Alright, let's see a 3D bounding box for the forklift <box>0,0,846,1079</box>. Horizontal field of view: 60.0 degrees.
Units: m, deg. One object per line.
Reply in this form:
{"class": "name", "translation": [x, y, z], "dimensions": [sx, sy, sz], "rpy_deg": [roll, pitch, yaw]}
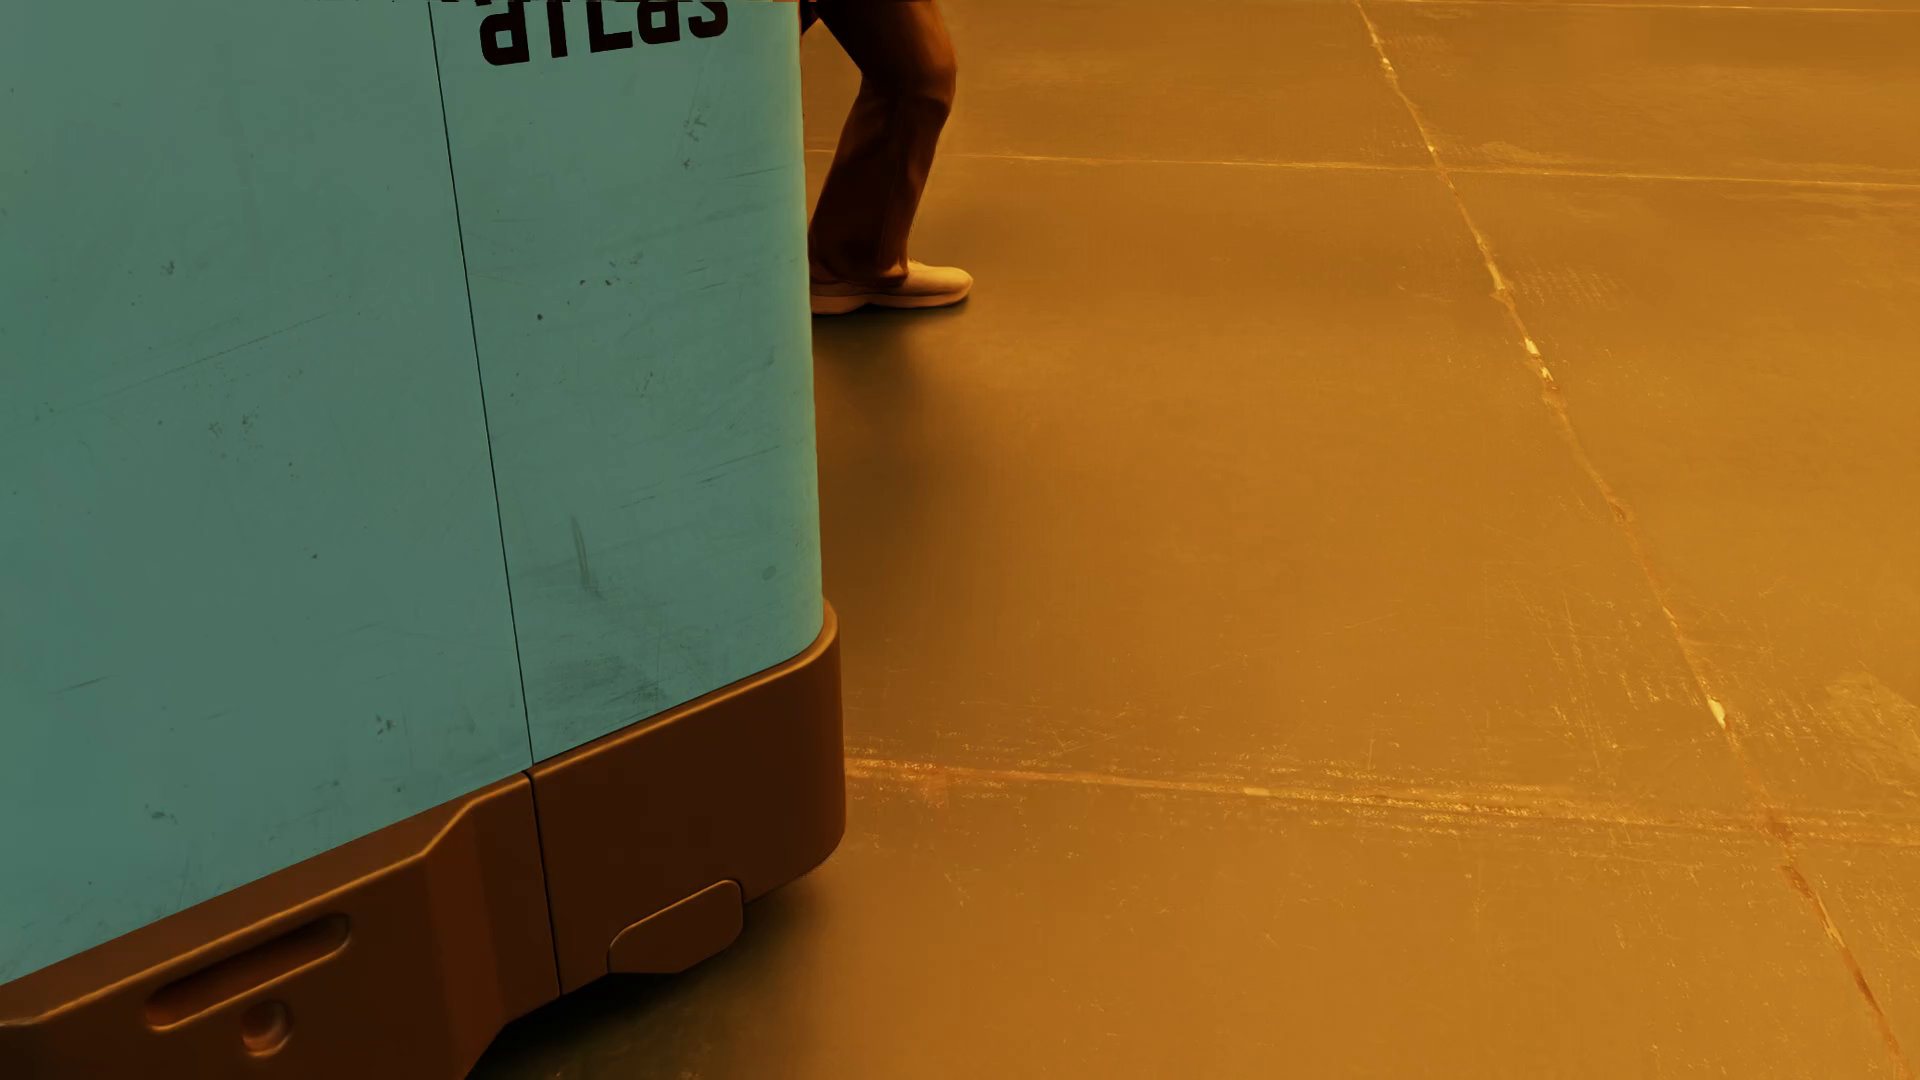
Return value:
{"class": "forklift", "translation": [-1.562, -0.676, 0.572], "dimensions": [3.031, 2.935, 1.130], "rpy_deg": [-21, 33, -36]}

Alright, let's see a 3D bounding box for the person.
{"class": "person", "translation": [-0.369, -1.136, 2.922], "dimensions": [0.552, 1.758, 0.934], "rpy_deg": [22, 34, 37]}
